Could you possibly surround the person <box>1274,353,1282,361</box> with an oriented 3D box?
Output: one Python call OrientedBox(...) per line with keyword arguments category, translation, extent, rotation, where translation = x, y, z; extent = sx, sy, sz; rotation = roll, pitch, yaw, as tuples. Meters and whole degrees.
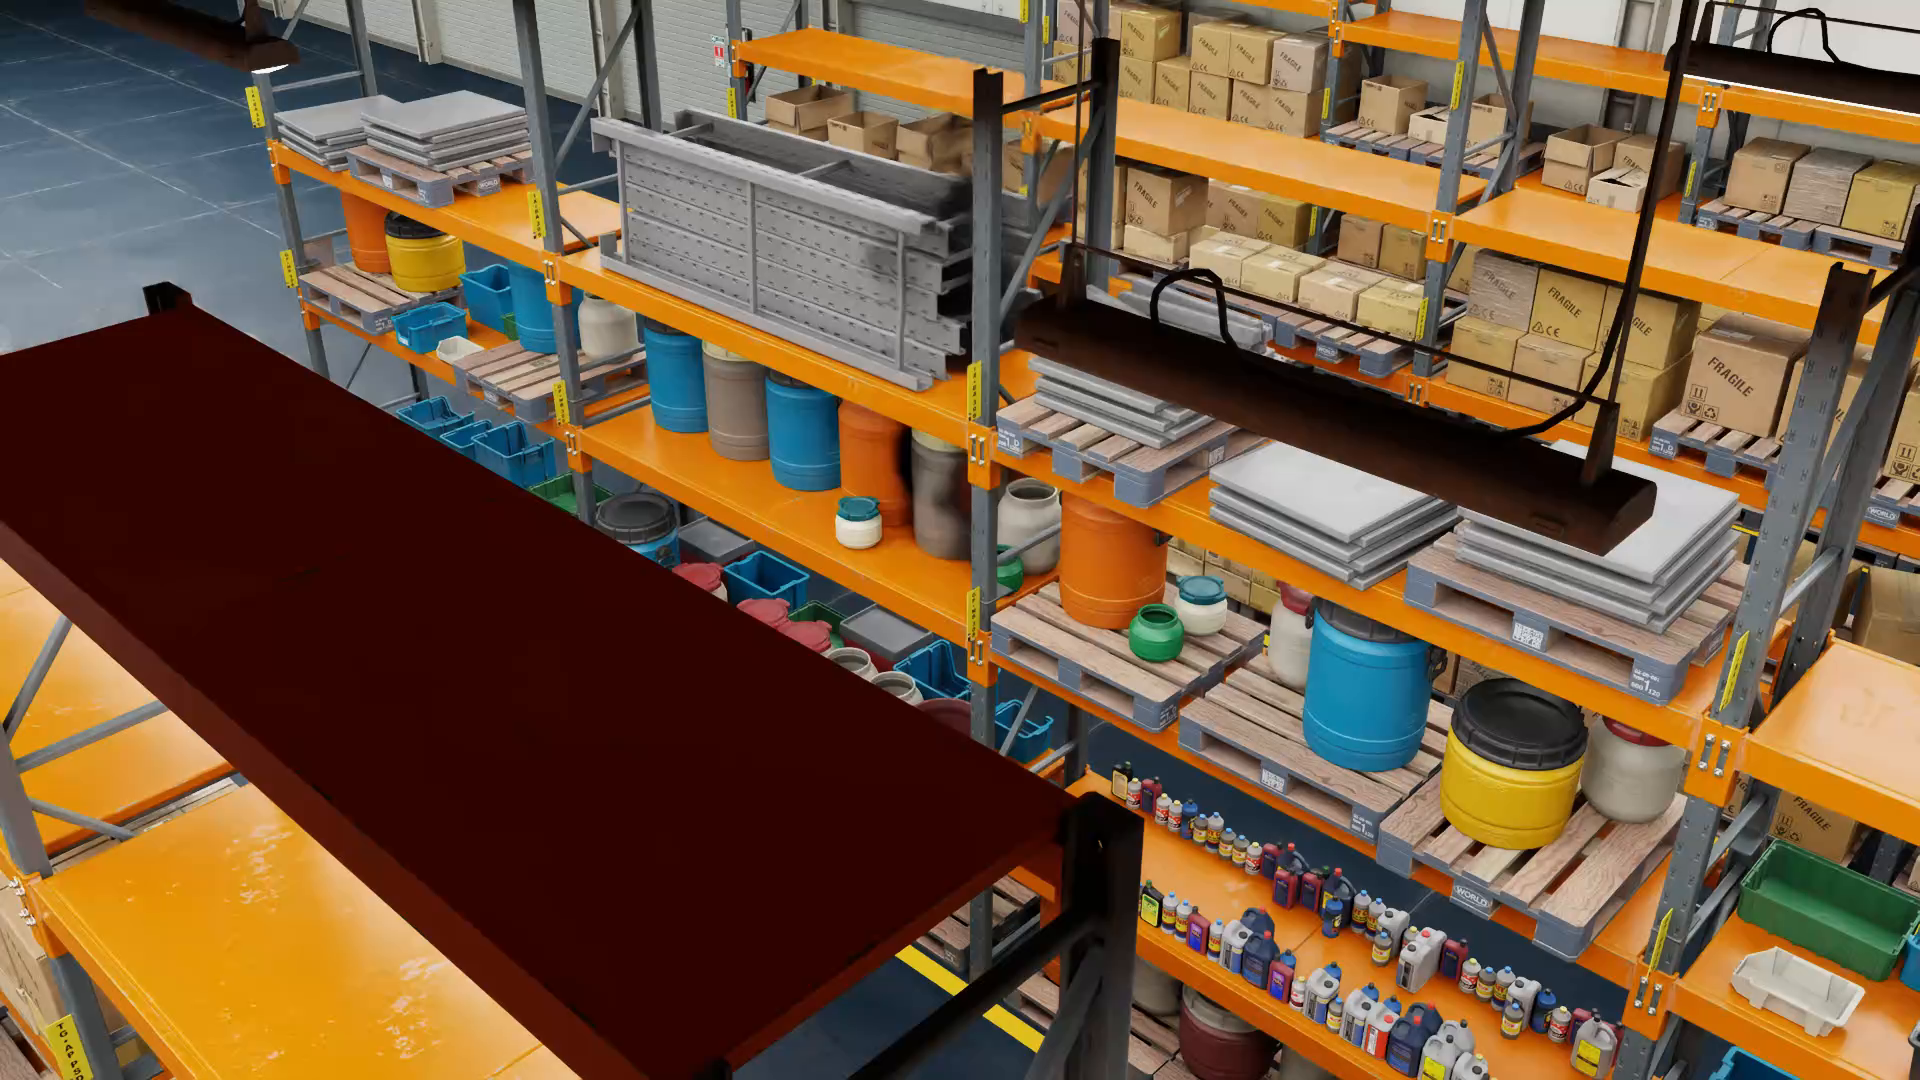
OrientedBox(category="person", translation=(3.053, -1.380, 17.024), extent=(0.661, 1.695, 0.586), rotation=(18, 34, 28))
